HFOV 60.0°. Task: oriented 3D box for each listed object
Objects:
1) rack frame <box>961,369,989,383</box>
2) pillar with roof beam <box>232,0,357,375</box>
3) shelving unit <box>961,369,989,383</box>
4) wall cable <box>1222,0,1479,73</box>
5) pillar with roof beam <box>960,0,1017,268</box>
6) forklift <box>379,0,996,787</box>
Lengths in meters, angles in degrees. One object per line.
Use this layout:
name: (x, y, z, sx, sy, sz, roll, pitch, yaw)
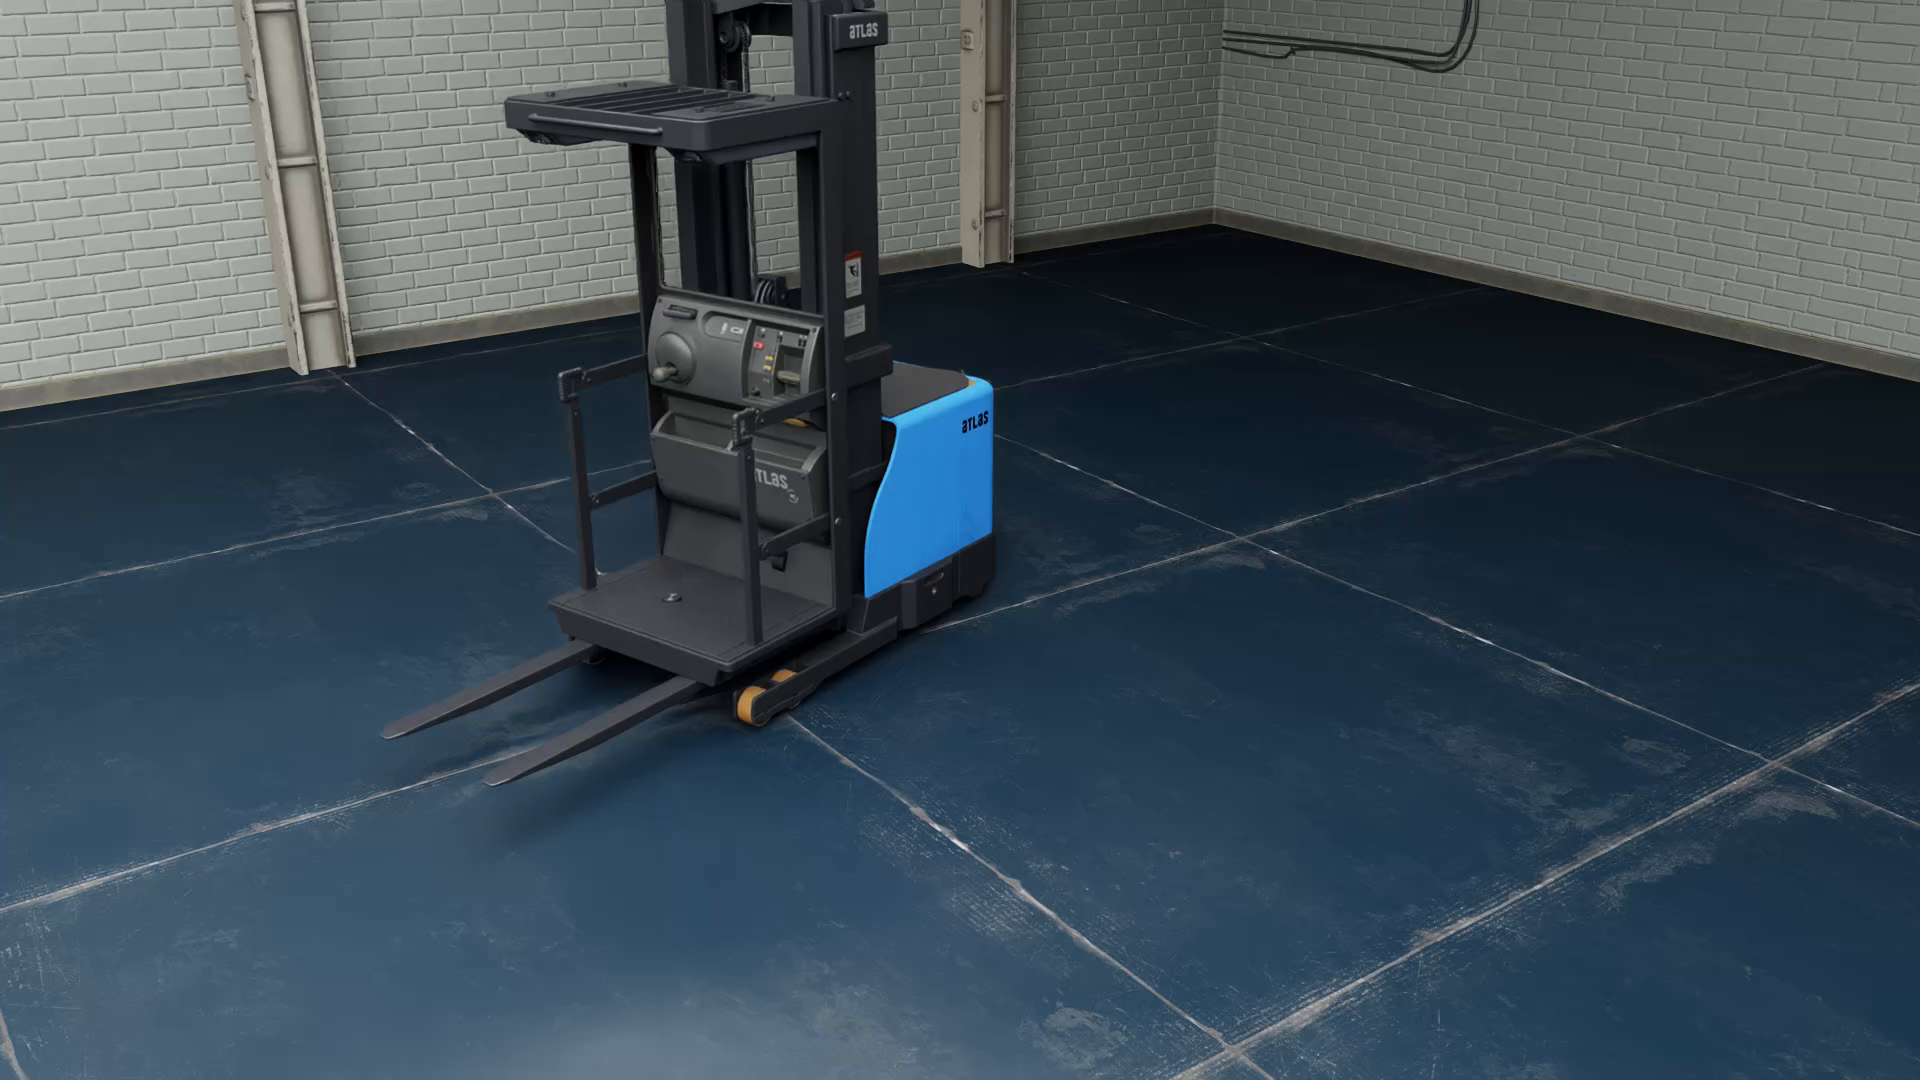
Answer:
rack frame: (0.076, -0.438, 8.780, 0.006, 0.900, 0.240, -15, 26, -33)
pillar with roof beam: (-2.105, -4.146, 7.144, 0.400, 9.000, 9.100, -15, 26, -33)
shelving unit: (-0.007, -0.416, 8.725, 0.210, 0.900, 0.258, -15, 26, -33)
wall cable: (3.415, -5.537, 14.820, 0.112, 2.526, 3.097, -15, 26, -33)
pillar with roof beam: (2.765, -5.444, 10.398, 0.400, 9.000, 9.100, -15, 26, -33)
forklift: (-1.091, -0.786, 6.912, 1.130, 2.935, 3.031, 15, 26, 33)
